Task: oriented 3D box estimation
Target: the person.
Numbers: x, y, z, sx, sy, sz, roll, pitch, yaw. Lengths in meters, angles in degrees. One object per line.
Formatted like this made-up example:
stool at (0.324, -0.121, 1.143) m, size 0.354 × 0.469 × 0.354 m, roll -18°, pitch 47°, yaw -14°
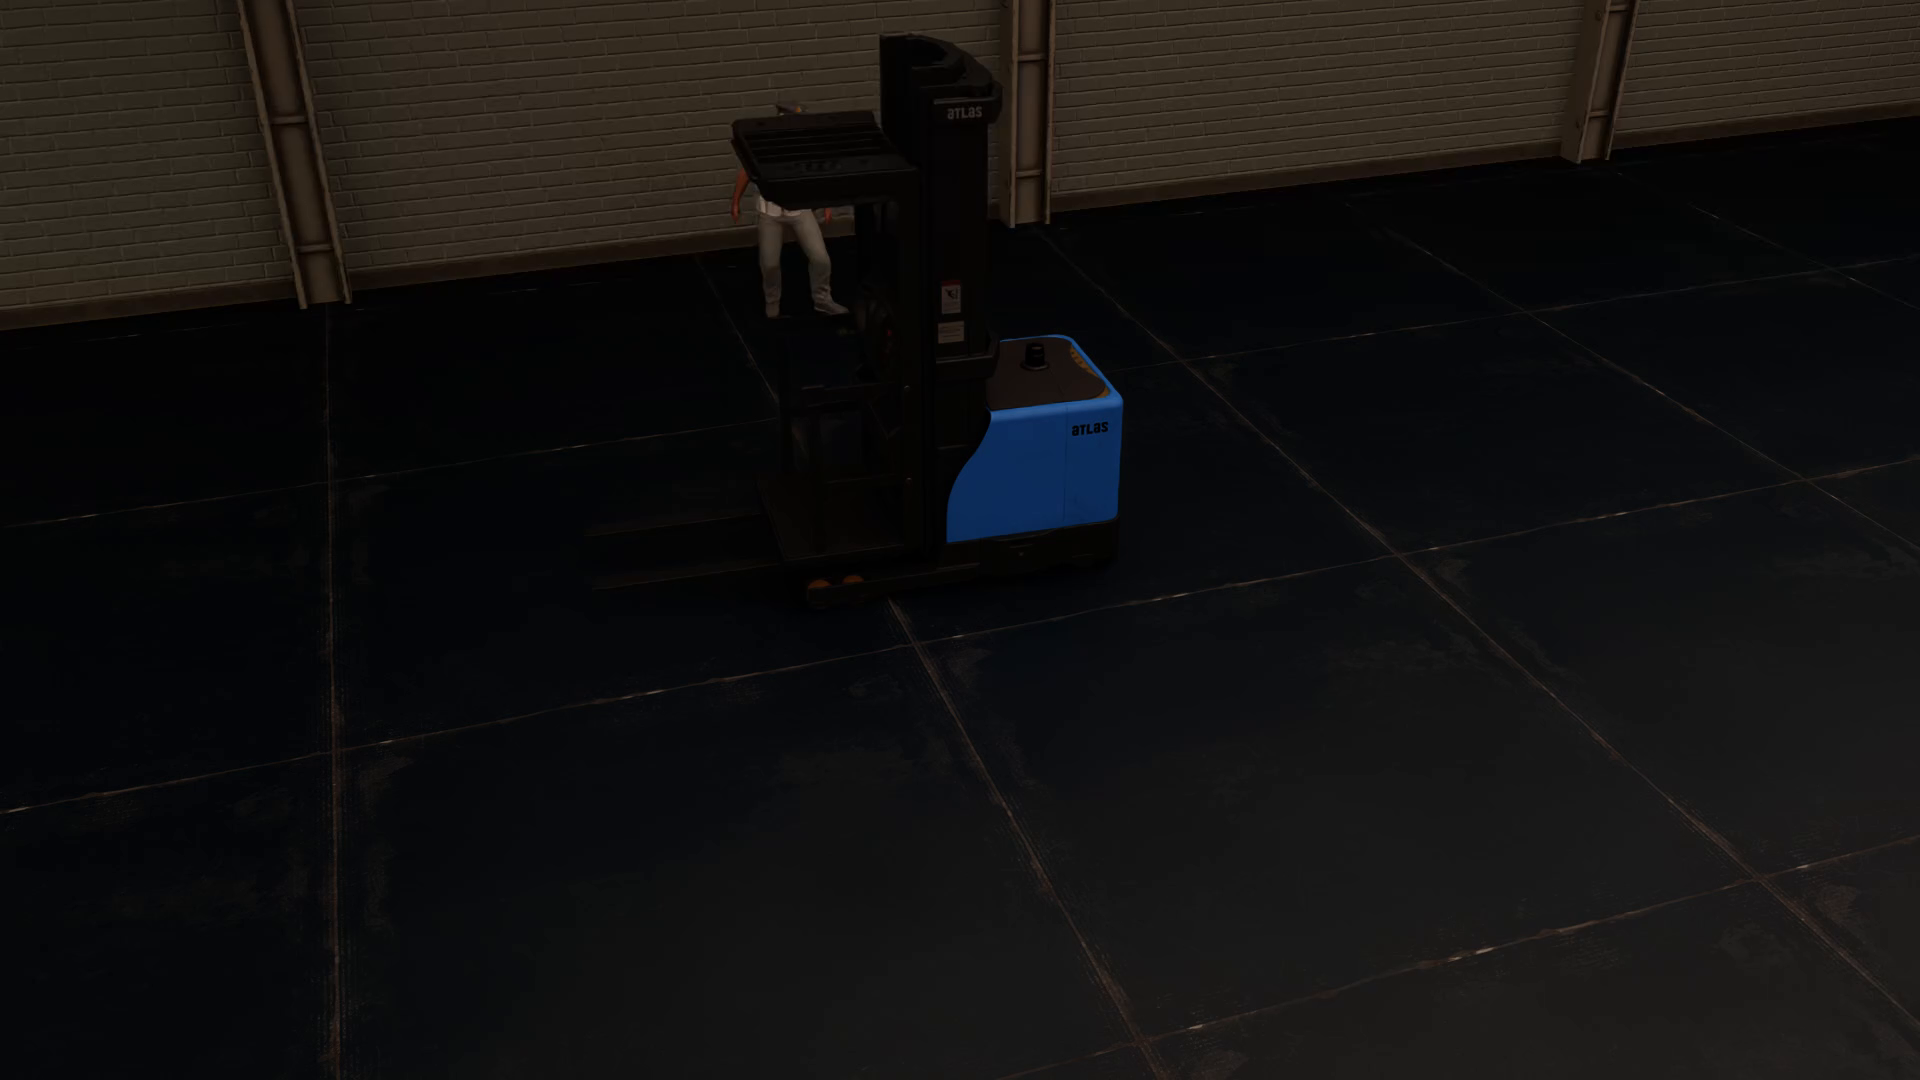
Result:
person at (-1.318, -2.522, 12.725) m, size 0.889 × 1.721 × 0.437 m, roll -2°, pitch 30°, yaw -3°

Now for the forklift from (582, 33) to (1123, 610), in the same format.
forklift at (-0.648, -1.170, 9.120) m, size 3.031 × 2.935 × 1.130 m, roll -8°, pitch 31°, yaw -13°
